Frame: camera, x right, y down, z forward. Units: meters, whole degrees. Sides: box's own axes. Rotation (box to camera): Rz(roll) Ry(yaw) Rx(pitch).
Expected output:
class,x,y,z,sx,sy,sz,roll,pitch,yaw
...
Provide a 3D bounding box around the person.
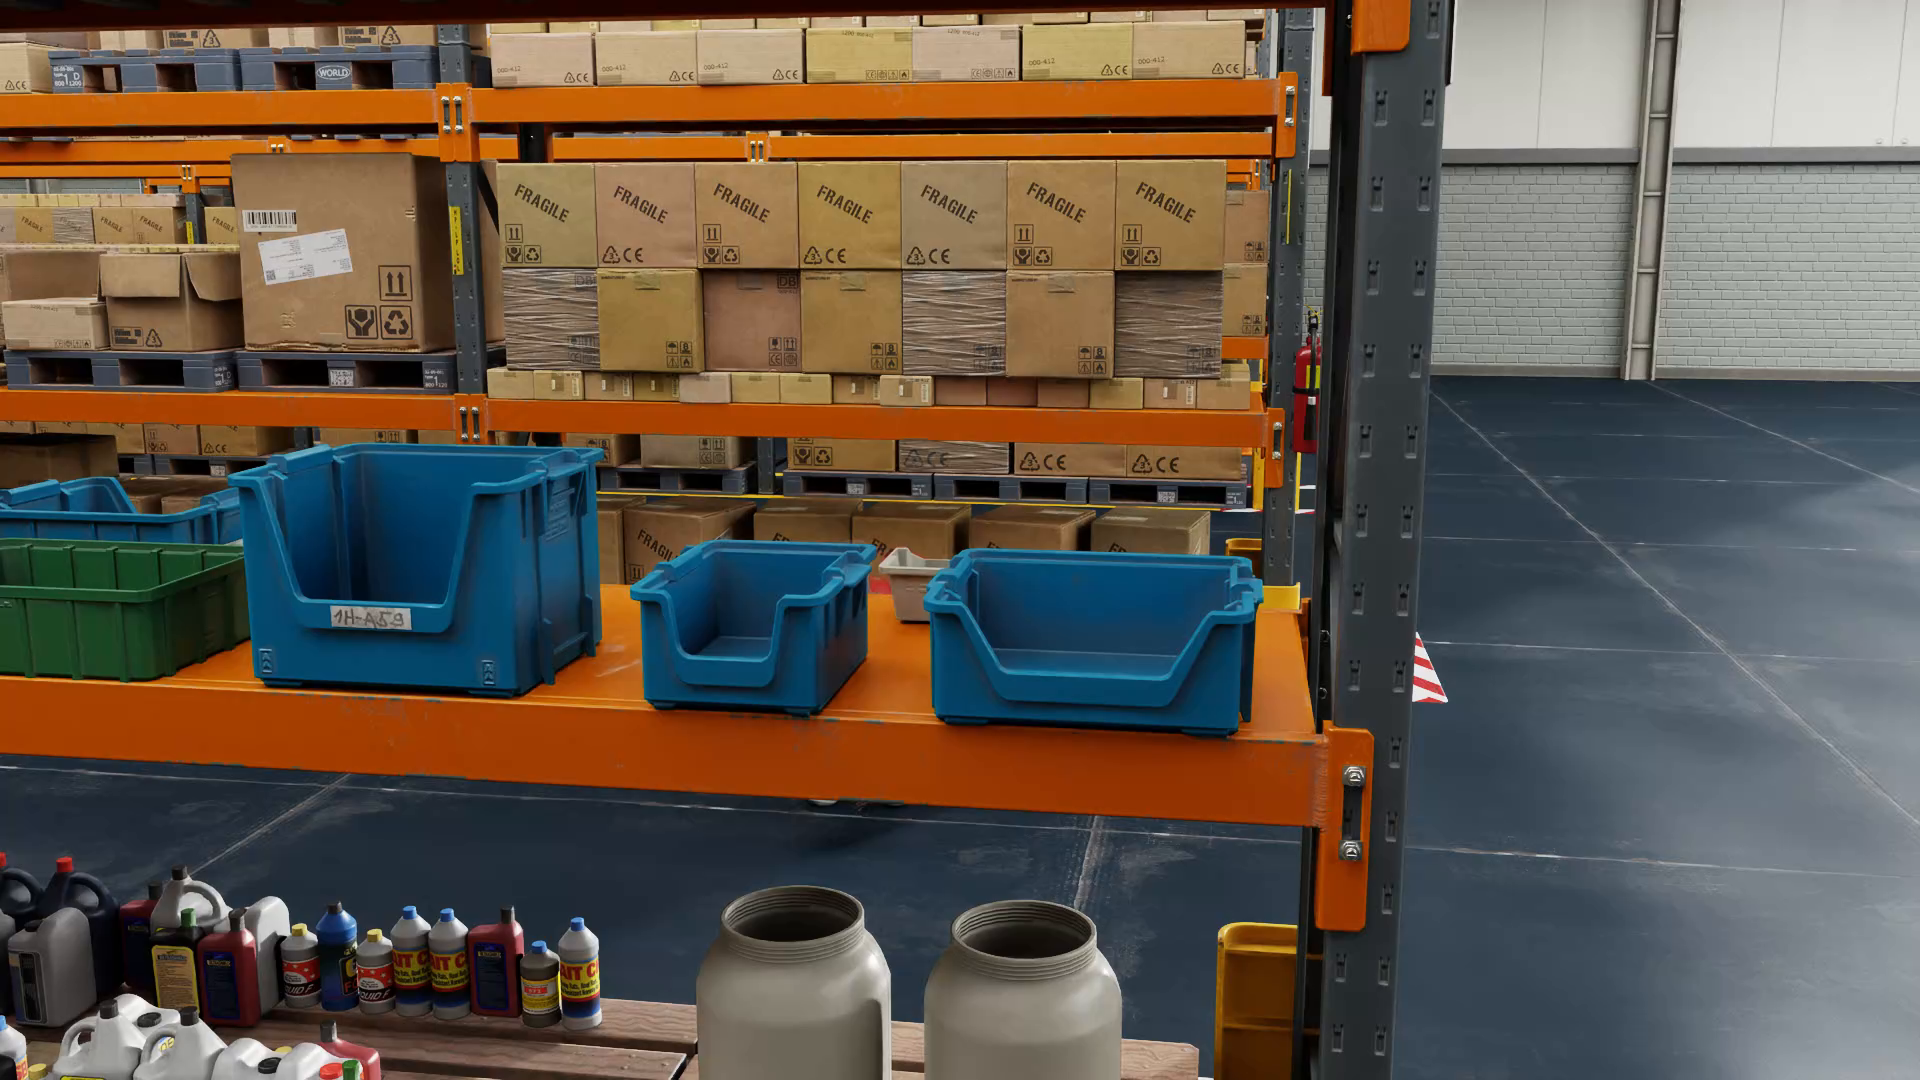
class,x,y,z,sx,sy,sz,roll,pitch,yaw
person,-0.386,0.530,6.235,0.522,0.984,0.894,1,11,7
